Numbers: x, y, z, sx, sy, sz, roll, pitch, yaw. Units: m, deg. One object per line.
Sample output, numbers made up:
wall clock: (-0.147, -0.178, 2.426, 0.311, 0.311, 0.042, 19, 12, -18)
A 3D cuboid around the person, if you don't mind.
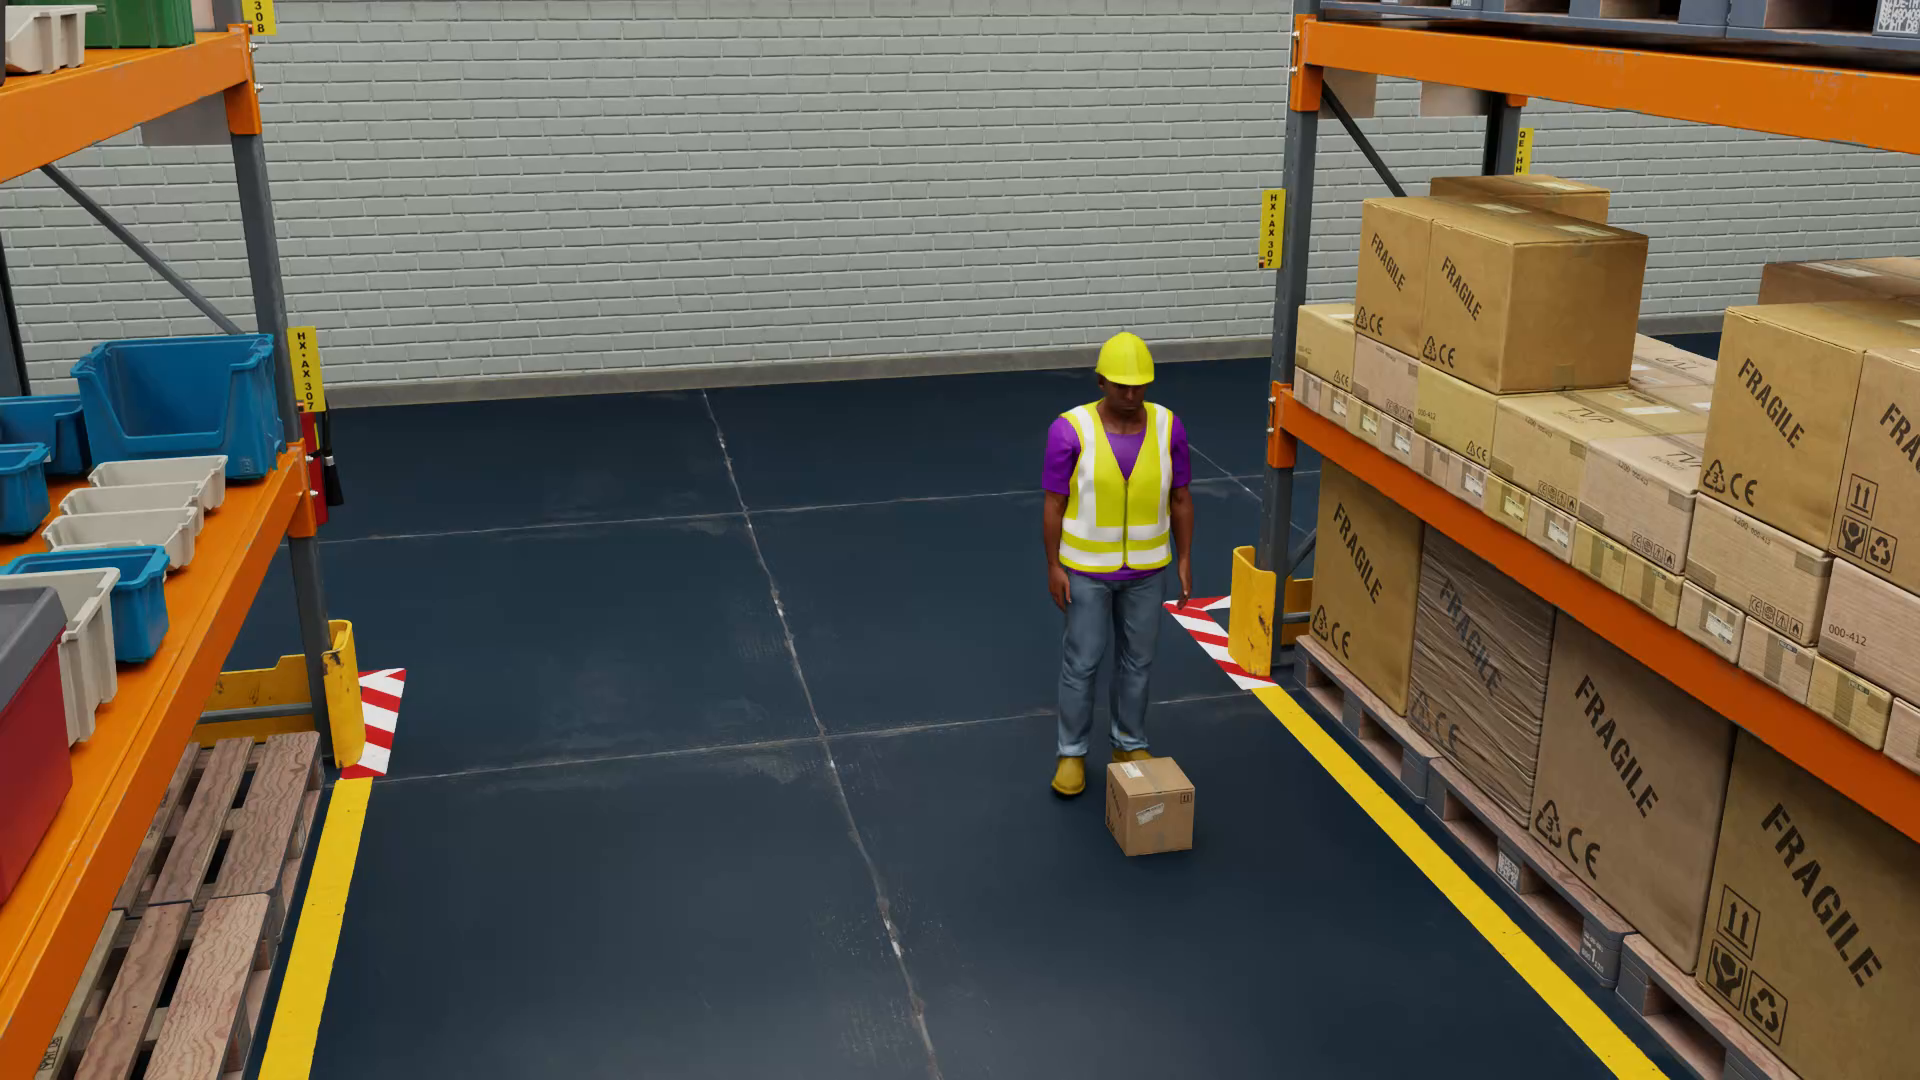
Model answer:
person: (0.597, 0.093, 6.259, 0.576, 1.770, 0.355, -4, 20, -10)
